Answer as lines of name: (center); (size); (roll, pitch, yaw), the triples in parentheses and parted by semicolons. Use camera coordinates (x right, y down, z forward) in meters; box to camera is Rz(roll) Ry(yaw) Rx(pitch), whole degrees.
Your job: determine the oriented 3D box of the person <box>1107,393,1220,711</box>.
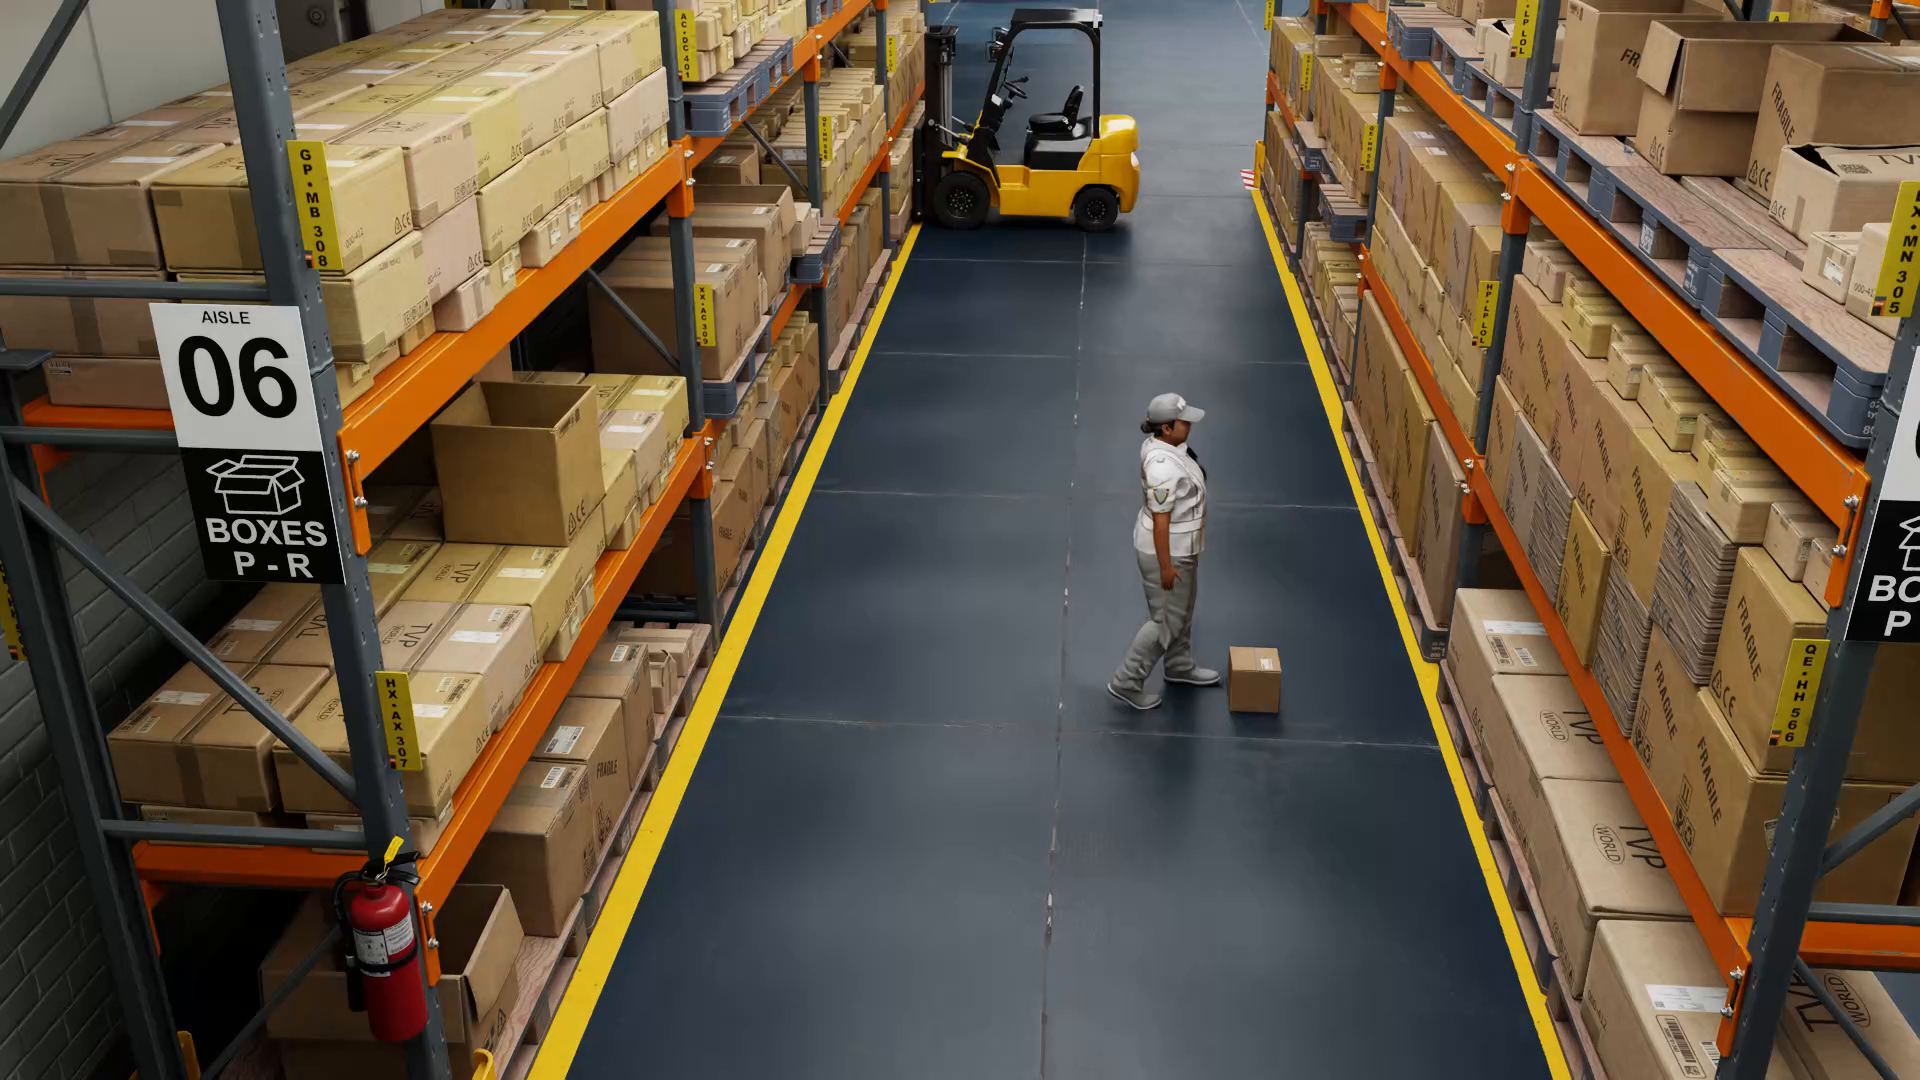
person: (1.083, 0.048, 8.495); (0.597, 1.671, 0.491); (3, 25, 6)
